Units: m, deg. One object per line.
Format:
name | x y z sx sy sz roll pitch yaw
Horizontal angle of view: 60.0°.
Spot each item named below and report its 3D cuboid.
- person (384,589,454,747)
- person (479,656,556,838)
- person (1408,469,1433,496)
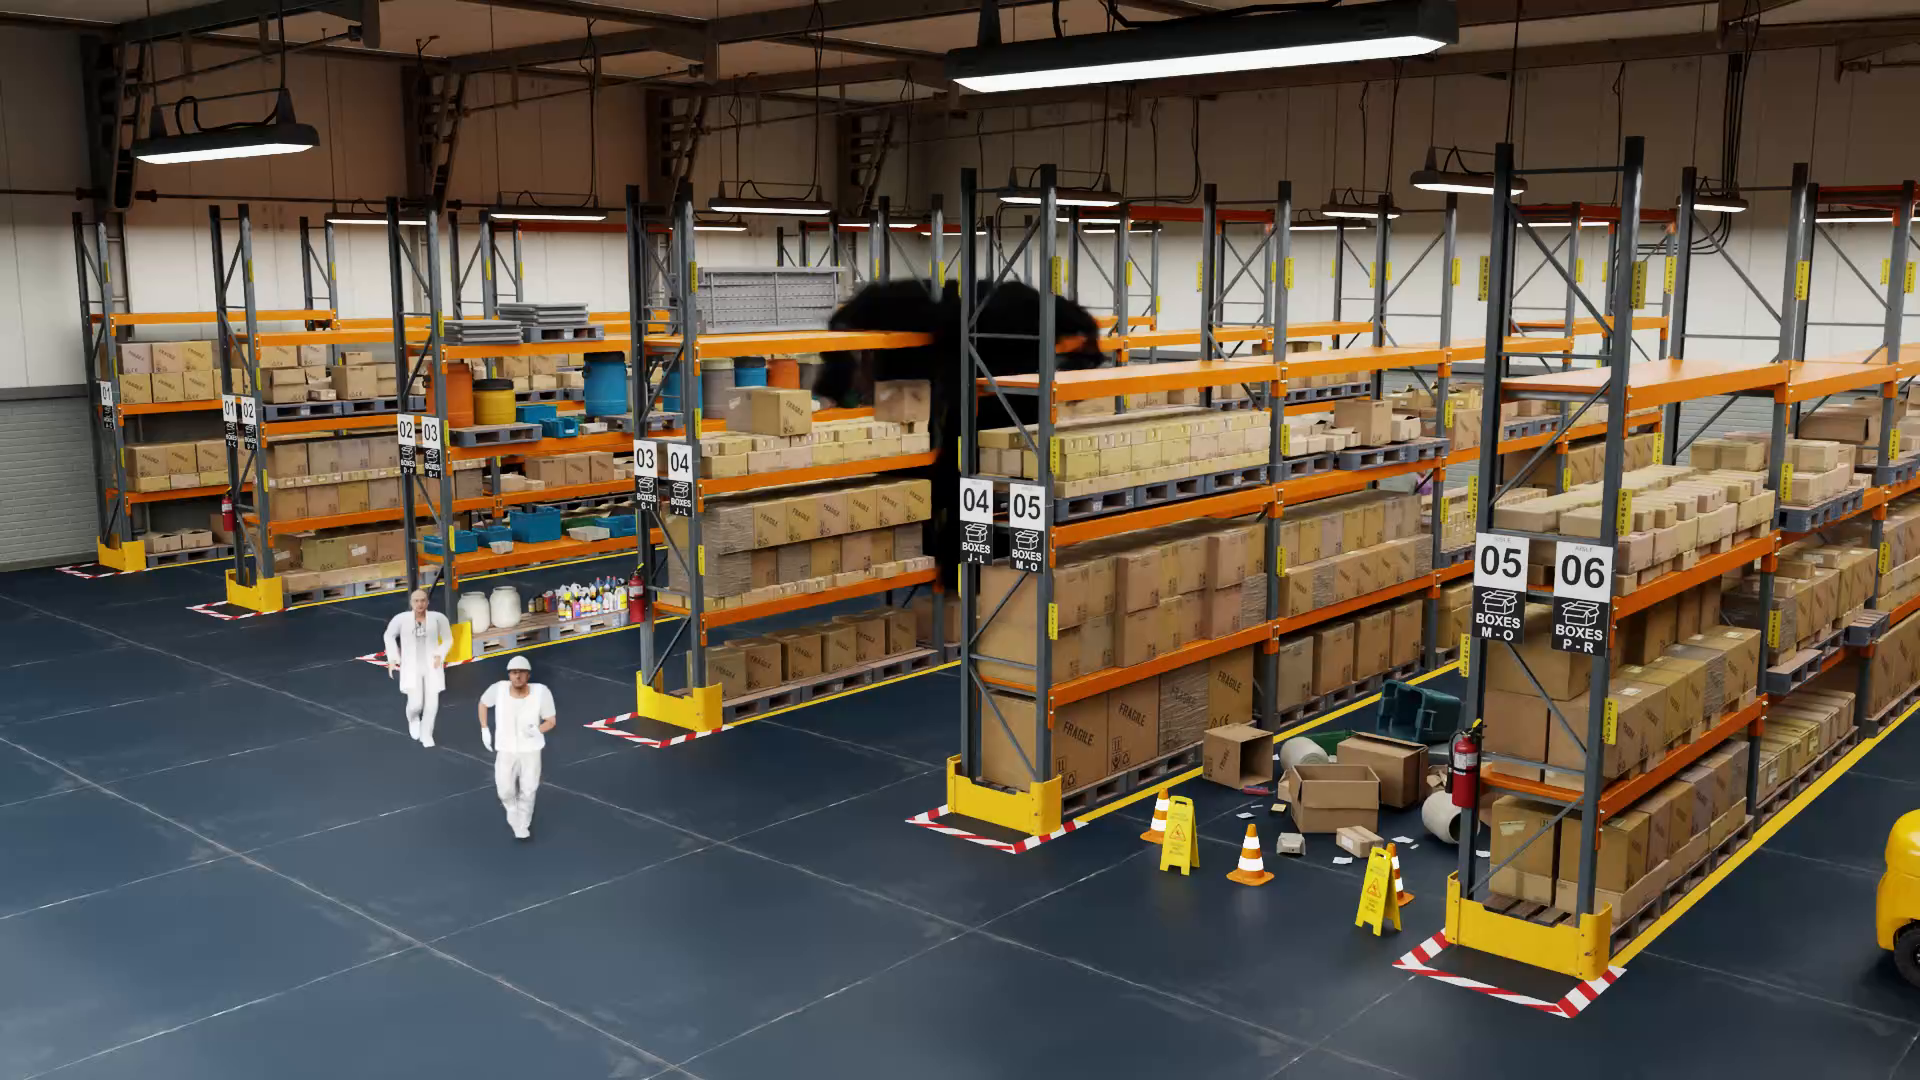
person | -5.748 1.385 17.742 0.697 1.729 0.664 -4 10 -21
person | -3.932 1.866 14.796 0.677 1.709 0.659 -2 10 -12
person | 8.507 -0.636 30.529 0.575 1.547 0.486 -3 10 -15
